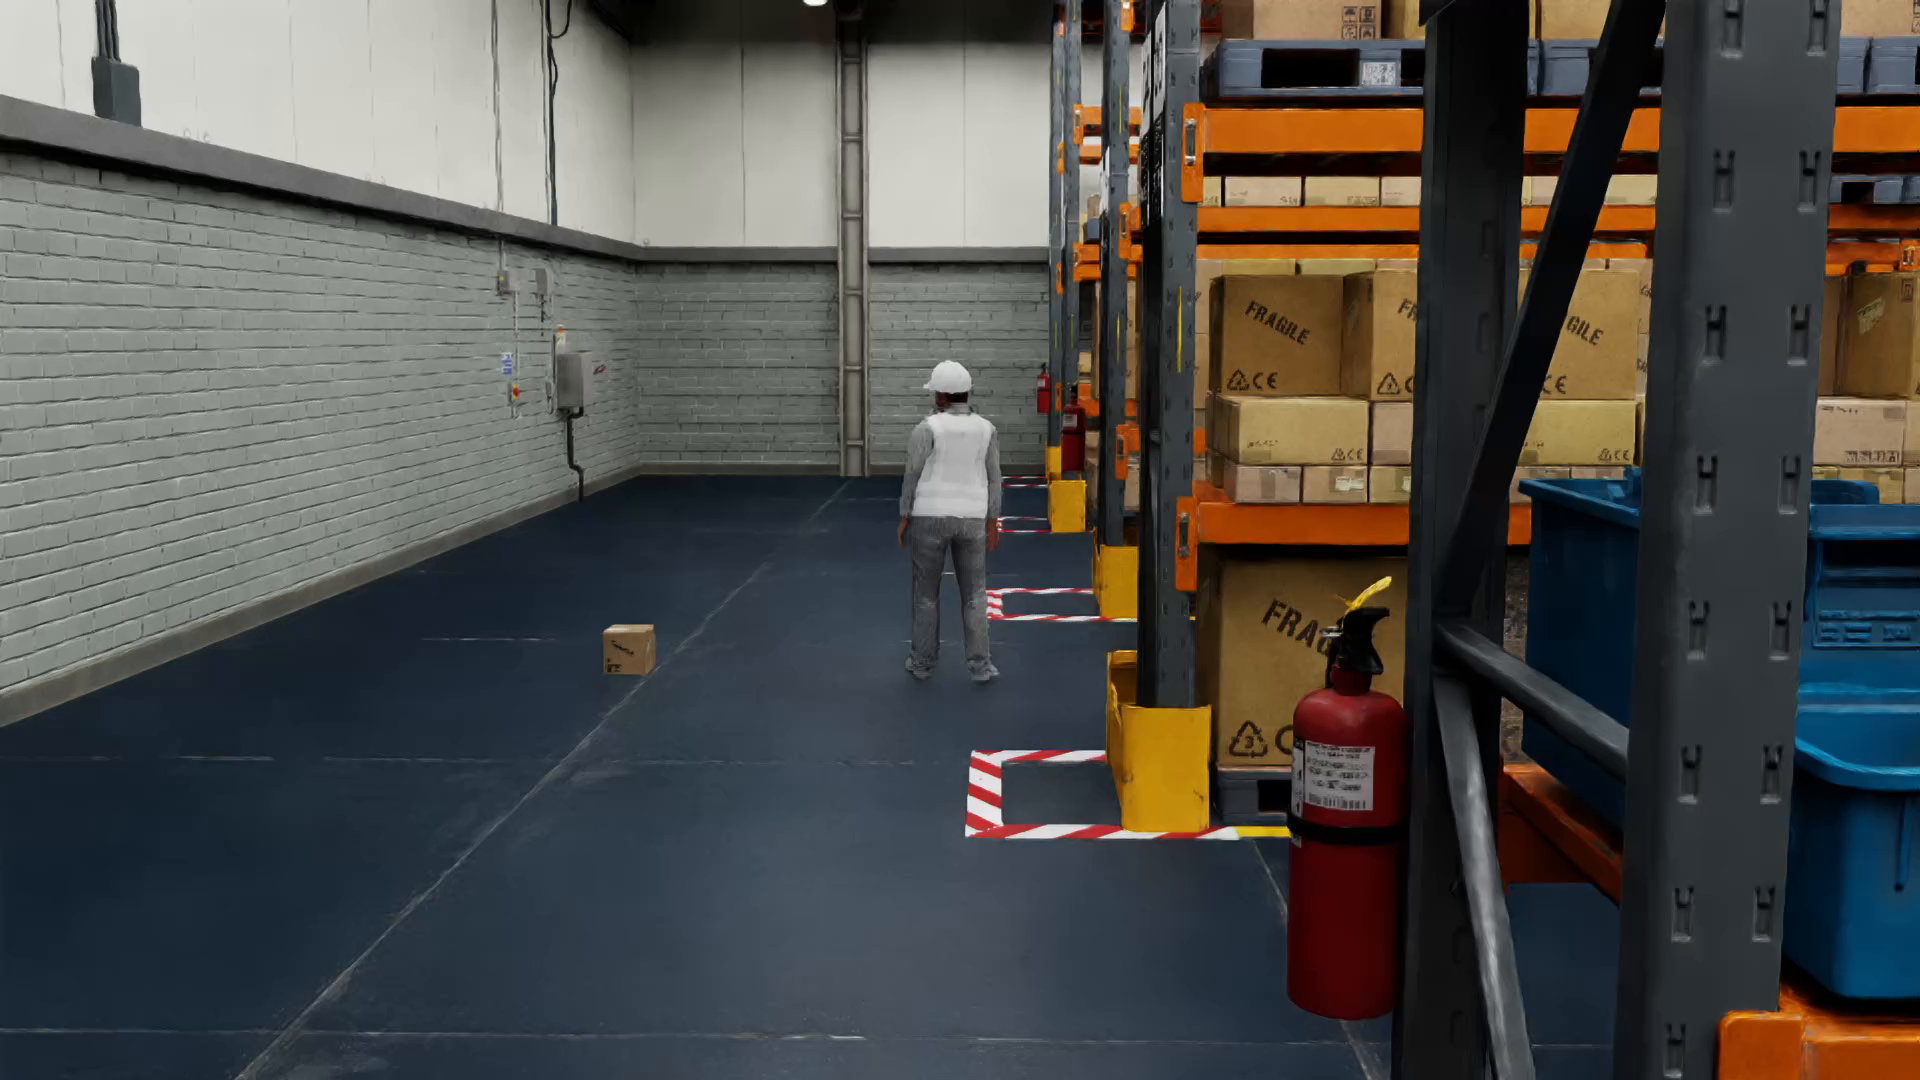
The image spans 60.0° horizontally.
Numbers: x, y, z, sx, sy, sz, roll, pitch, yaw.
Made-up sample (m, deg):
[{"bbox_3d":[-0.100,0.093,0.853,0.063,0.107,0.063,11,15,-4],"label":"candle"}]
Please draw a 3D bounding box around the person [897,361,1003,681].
[{"bbox_3d":[-0.063,-0.108,9.303,0.588,1.781,0.470,-2,8,-19],"label":"person"}]
